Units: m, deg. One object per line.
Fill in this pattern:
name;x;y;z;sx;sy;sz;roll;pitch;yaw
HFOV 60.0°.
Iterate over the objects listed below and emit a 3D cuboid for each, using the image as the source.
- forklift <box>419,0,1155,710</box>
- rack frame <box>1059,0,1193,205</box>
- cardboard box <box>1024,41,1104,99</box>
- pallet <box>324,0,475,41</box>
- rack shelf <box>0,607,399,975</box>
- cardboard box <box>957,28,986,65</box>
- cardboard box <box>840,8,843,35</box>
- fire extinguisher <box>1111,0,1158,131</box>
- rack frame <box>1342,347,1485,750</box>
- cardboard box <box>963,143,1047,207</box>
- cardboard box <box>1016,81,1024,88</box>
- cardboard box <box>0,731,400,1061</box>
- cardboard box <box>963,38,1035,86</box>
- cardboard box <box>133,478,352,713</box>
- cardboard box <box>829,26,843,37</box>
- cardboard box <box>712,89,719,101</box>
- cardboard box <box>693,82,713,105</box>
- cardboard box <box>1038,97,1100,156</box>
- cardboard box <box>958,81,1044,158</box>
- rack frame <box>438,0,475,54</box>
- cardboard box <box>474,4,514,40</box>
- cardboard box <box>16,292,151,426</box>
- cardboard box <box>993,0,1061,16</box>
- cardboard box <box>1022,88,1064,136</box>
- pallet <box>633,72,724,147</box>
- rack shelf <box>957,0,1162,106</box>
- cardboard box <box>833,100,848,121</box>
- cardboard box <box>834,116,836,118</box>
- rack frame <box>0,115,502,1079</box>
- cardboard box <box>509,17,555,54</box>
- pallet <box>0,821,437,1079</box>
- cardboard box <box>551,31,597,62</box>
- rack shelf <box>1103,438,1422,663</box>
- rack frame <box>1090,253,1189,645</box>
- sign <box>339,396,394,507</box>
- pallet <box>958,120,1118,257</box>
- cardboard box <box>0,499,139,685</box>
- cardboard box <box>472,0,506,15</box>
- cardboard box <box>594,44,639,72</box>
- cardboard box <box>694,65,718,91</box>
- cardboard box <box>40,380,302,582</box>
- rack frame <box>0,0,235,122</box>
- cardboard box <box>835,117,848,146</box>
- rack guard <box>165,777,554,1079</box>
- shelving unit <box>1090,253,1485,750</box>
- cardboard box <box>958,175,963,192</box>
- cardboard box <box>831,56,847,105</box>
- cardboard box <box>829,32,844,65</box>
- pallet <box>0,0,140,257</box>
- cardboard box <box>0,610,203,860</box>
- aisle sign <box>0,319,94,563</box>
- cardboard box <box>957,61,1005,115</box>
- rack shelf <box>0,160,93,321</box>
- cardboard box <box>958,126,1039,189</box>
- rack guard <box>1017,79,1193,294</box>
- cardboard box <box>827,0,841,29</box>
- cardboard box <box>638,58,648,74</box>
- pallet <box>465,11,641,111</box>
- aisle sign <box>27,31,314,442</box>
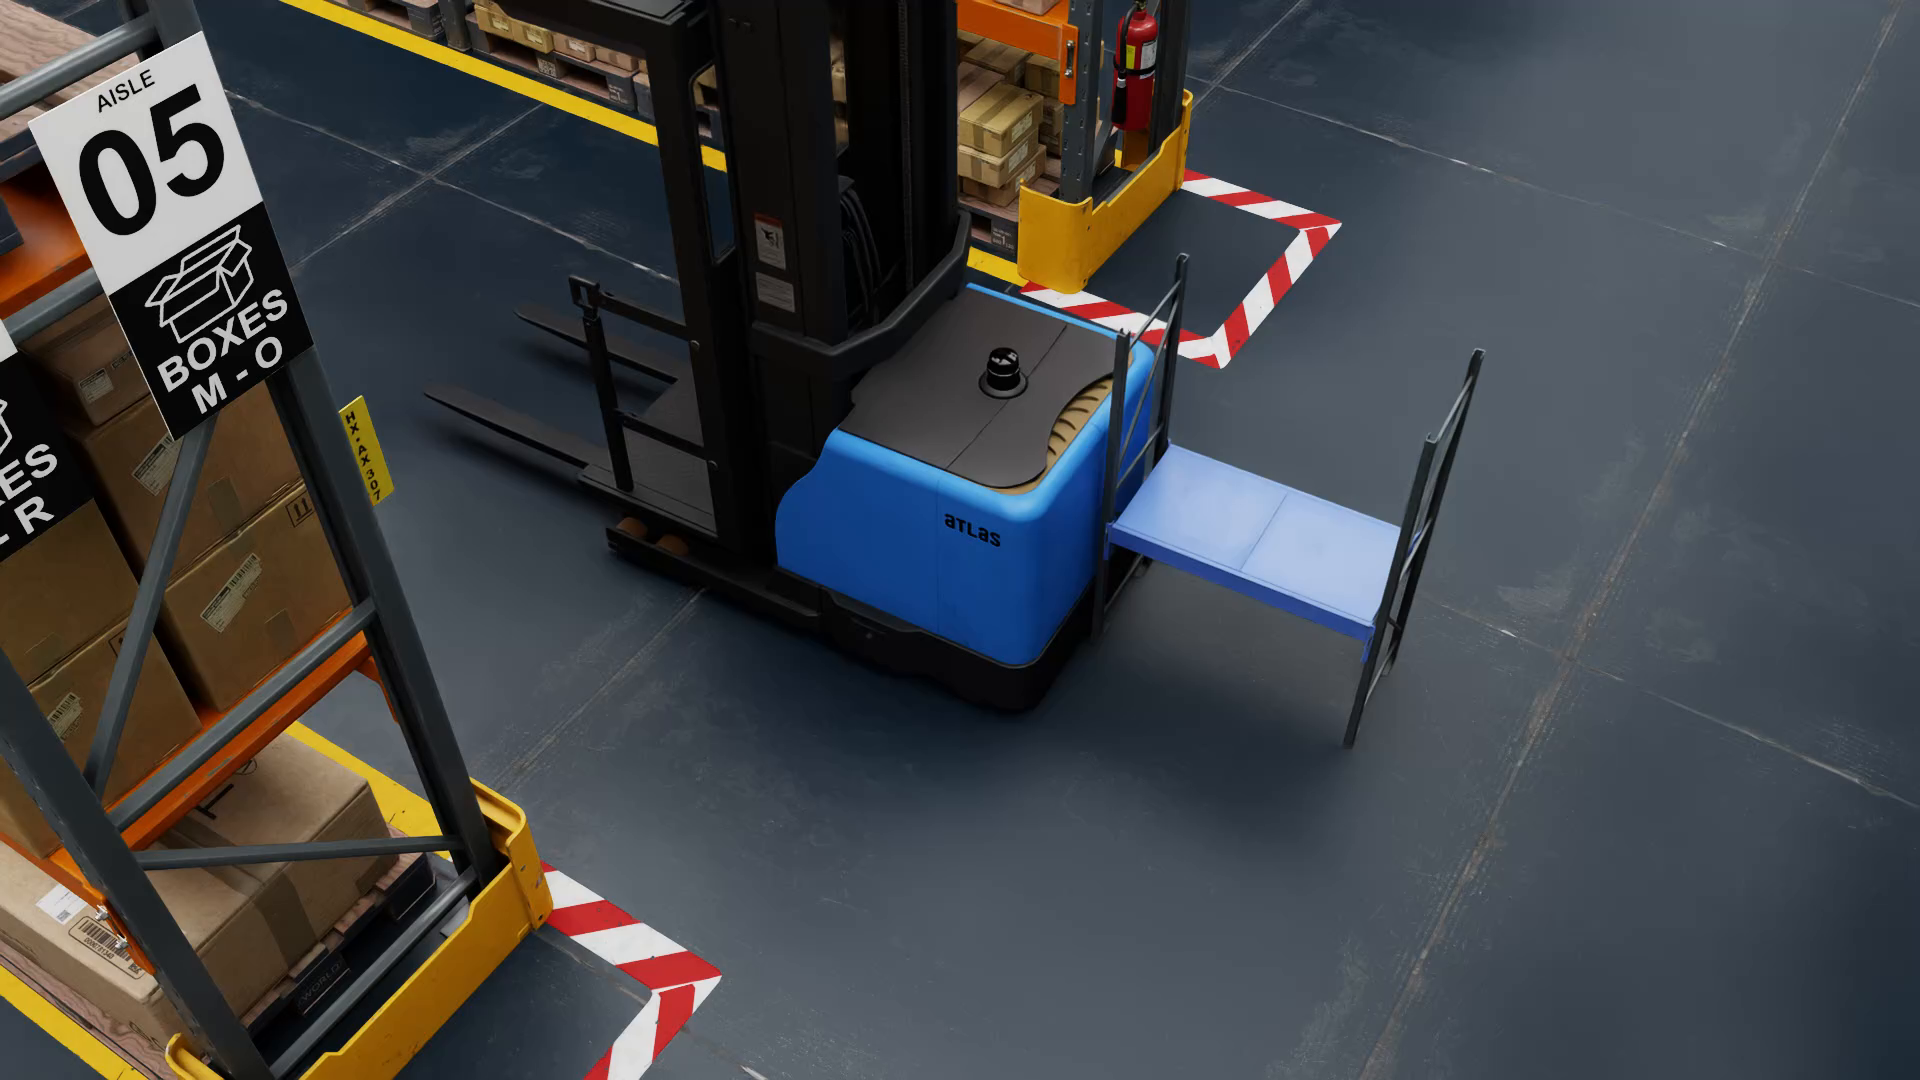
forklift;-0.822;-1.187;5.860;3.031;2.935;1.130;22;50;20
rack frame;0.774;-2.581;7.166;0.127;3.000;1.000;25;51;22
cardboard box;0.516;-2.349;8.221;0.250;0.149;0.380;23;50;20
pallet;-3.249;-3.458;9.963;1.213;0.211;1.003;25;51;22
rack shelf;-3.497;-0.077;5.235;4.000;0.370;1.077;25;51;22
cardboard box;0.076;-2.558;8.424;0.250;0.149;0.380;25;51;22
cardboard box;-0.406;-2.717;8.579;0.250;0.149;0.380;27;51;24
fire extinguisher;0.736;-2.048;6.962;0.183;0.674;0.296;25;51;22
rack frame;1.520;0.076;5.631;0.032;1.500;0.500;22;50;20
cardboard box;0.218;-1.812;8.114;0.250;0.149;0.380;26;51;23
cardboard box;0.271;-2.335;8.415;0.250;0.149;0.380;24;51;22
cardboard box;-2.423;0.998;5.182;0.875;0.438;0.875;23;50;21
cardboard box;0.219;-2.383;8.254;0.250;0.149;0.380;26;51;23
cardboard box;-2.063;0.053;4.538;0.500;0.500;0.500;24;51;22
cardboard box;-0.665;-2.667;8.738;0.250;0.149;0.380;27;52;24
cardboard box;-1.084;-2.414;8.699;0.250;0.149;0.380;26;51;23
cardboard box;-1.346;-2.470;8.753;0.250;0.149;0.380;23;50;21
cardboard box;0.505;-2.130;8.423;0.250;0.149;0.380;26;51;23
cardboard box;0.191;-1.993;7.875;0.250;0.149;0.380;25;51;23
rack frame;-2.593;-4.130;8.671;0.127;3.000;1.000;25;51;22
cardboard box;-2.460;-2.947;9.218;0.250;0.149;0.380;23;50;20
cardboard box;-1.963;-0.467;3.893;0.250;0.149;0.380;26;51;23
cardboard box;0.347;-2.449;7.213;0.250;0.149;0.380;25;51;22
cardboard box;0.471;-2.195;8.279;0.250;0.149;0.380;27;52;24
pallet;-0.978;-2.447;8.981;1.213;0.211;1.003;25;51;22
rack shelf;-0.910;-3.104;8.177;4.000;0.370;1.077;25;51;22
cardboard box;-0.434;-2.236;8.319;0.250;0.149;0.380;24;51;22
cardboard box;-0.692;-2.153;8.446;0.250;0.149;0.380;23;50;20
rack frame;-1.814;0.447;4.225;0.127;3.000;1.000;25;51;22
cardboard box;-2.236;-2.844;9.117;0.250;0.149;0.380;26;51;23
pallet;-2.529;1.156;5.480;1.213;0.211;1.003;25;51;22
cardboard box;-1.999;-2.780;9.054;0.250;0.149;0.380;24;51;22
rack shelf;1.078;0.021;5.935;1.000;0.185;0.538;22;50;20
rack frame;0.635;-0.284;5.980;0.032;1.500;0.500;22;50;20
sign;-1.509;-0.215;4.209;0.005;0.325;0.100;25;51;22
pallet;0.045;-1.974;8.521;1.213;0.211;1.003;25;51;22
cardboard box;-2.348;0.020;3.872;0.500;0.500;0.500;26;51;23
cardboard box;-2.461;-3.052;9.112;0.250;0.149;0.380;27;52;24
cardboard box;-1.758;-2.711;8.988;0.250;0.149;0.380;24;50;21
cardboard box;-1.158;-2.463;8.539;0.250;0.149;0.380;25;51;22
cardboard box;-2.064;-0.295;4.178;0.500;0.500;0.500;24;50;21
rack frame;-1.814;-1.644;2.073;0.127;3.000;1.000;25;51;22
cardboard box;-0.444;-2.092;8.386;0.250;0.149;0.380;25;51;22
rack guard;-1.793;1.327;5.112;0.348;0.500;1.175;25;51;22
shelving unit;1.078;-0.104;5.806;1.048;1.500;0.538;22;50;20
cardboard box;-0.053;-1.850;8.151;0.250;0.149;0.380;26;51;23
cardboard box;-0.460;-2.287;8.161;0.250;0.149;0.380;23;50;21
cardboard box;-0.716;-2.357;8.229;0.250;0.149;0.380;27;51;23
pallet;-2.444;-0.849;3.454;1.213;0.211;1.003;25;51;22
cardboard box;-2.363;0.385;4.215;0.500;0.500;0.500;25;51;22
aisle sign;-1.920;-0.244;3.083;0.004;0.787;0.394;25;51;22
cardboard box;0.011;-2.125;8.004;0.250;0.149;0.380;26;51;23
rack shelf;-3.497;-1.122;4.159;4.000;0.370;1.077;25;51;22
cardboard box;0.175;-1.869;7.963;0.250;0.149;0.380;23;50;21
rack guard;0.710;-1.739;8.091;0.348;0.500;1.175;25;51;22
cardboard box;-0.602;-2.847;8.705;0.250;0.149;0.380;25;51;23
cardboard box;-1.513;-2.628;8.908;0.250;0.149;0.380;23;50;21
pallet;-2.009;-2.919;9.439;1.213;0.211;1.003;25;51;22
aisle sign;-1.597;-0.607;3.435;0.004;0.787;0.394;25;51;22
